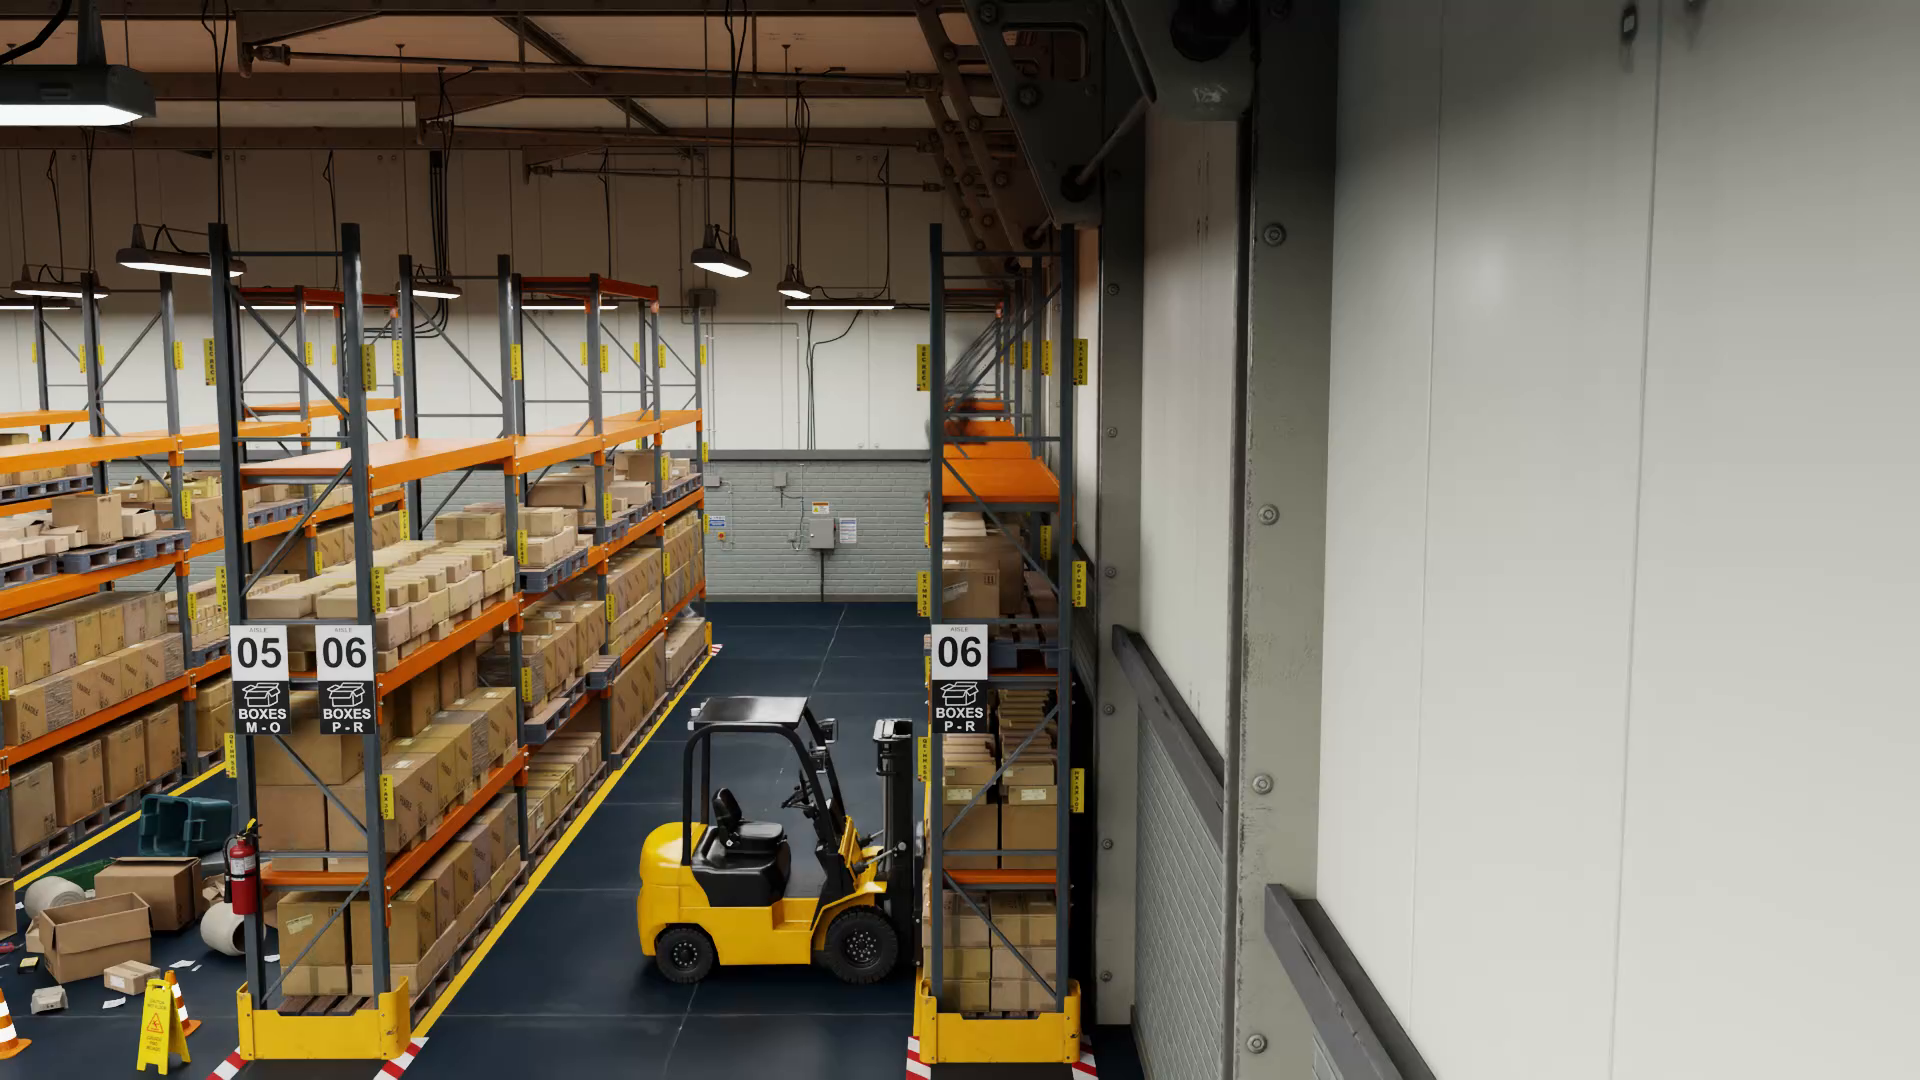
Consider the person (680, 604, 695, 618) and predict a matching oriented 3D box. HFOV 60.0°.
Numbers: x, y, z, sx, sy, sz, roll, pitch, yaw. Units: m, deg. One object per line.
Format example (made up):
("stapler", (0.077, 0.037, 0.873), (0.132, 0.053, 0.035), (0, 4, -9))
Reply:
("person", (-5.315, 0.757, 30.460), (0.948, 1.678, 0.551), (-3, 7, -23))
